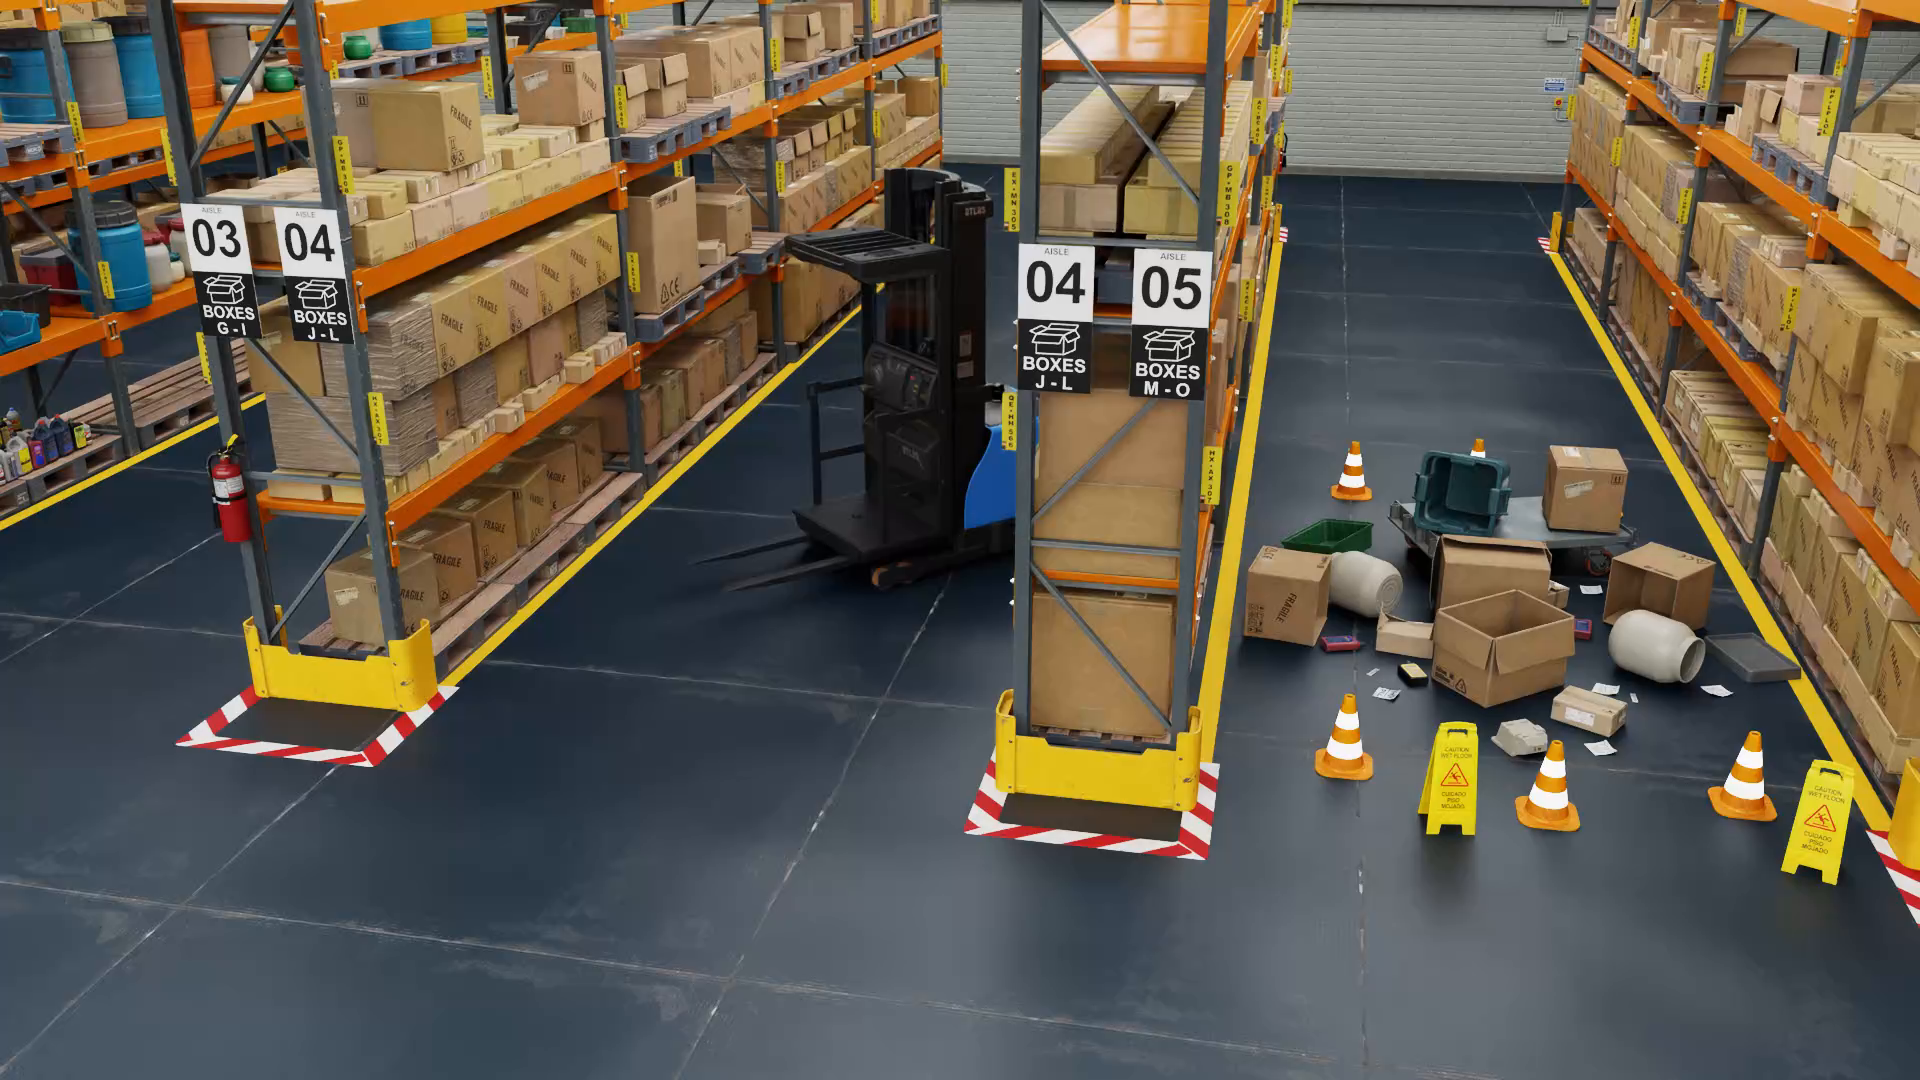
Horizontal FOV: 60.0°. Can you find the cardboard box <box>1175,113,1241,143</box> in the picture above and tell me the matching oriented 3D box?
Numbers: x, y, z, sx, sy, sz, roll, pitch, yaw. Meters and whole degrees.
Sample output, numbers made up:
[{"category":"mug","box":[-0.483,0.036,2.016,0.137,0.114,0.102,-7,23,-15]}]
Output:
[{"category":"cardboard box","box":[1.500,-2.495,10.090,0.380,0.149,0.250,5,22,12]}]

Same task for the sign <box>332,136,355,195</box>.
[{"category":"sign","box":[-3.496,-2.123,9.425,0.100,0.325,0.005,4,22,11]}]

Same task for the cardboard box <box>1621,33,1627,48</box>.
[{"category":"cardboard box","box":[7.994,-5.871,19.542,0.380,0.149,0.250,5,22,12]}]

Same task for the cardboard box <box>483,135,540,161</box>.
[{"category":"cardboard box","box":[-3.261,-2.815,11.981,0.380,0.149,0.250,5,23,13]}]

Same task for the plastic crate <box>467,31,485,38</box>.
[{"category":"plastic crate","box":[-6.637,-6.605,22.006,0.450,0.188,0.662,4,22,11]}]

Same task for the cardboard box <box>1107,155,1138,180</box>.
[{"category":"cardboard box","box":[0.737,-2.037,9.487,0.500,0.250,0.500,5,22,11]}]

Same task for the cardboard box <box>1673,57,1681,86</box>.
[{"category":"cardboard box","box":[7.245,-4.592,16.343,0.396,0.266,0.258,4,22,10]}]

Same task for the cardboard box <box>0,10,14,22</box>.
[{"category":"cardboard box","box":[-11.789,-6.483,19.949,0.500,0.500,0.500,4,22,11]}]

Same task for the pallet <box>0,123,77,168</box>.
[{"category":"pallet","box":[-8.111,-3.240,13.622,1.213,0.211,1.003,4,22,11]}]

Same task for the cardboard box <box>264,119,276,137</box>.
[{"category":"cardboard box","box":[-10.597,-6.281,24.800,0.500,0.500,0.500,4,22,10]}]

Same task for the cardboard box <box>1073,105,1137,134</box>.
[{"category":"cardboard box","box":[0.907,-2.638,10.445,0.380,0.149,0.250,4,22,11]}]

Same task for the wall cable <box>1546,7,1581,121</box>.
[{"category":"wall cable","box":[10.067,-8.013,27.834,0.585,1.953,0.123,4,22,11]}]

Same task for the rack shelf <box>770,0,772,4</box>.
[{"category":"rack shelf","box":[-1.987,-6.288,18.420,1.077,0.370,4.000,4,22,11]}]

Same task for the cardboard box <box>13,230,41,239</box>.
[{"category":"cardboard box","box":[-12.025,-3.644,21.142,0.500,0.500,0.500,4,22,9]}]

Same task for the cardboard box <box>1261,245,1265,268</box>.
[{"category":"cardboard box","box":[3.234,-3.246,19.177,0.500,0.250,0.500,6,23,13]}]

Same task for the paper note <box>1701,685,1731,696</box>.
[{"category":"paper note","box":[4.953,0.980,10.879,0.142,0.019,0.148,-3,22,-8]}]

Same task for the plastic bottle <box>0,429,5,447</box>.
[{"category":"plastic bottle","box":[-8.490,-0.909,14.552,0.144,0.351,0.185,4,22,11]}]

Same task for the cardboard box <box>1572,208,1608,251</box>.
[{"category":"cardboard box","box":[8.902,-4.221,22.686,0.875,0.438,0.875,4,22,9]}]

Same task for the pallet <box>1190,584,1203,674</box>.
[{"category":"pallet","box":[1.146,0.598,11.587,1.003,0.211,1.213,4,22,11]}]

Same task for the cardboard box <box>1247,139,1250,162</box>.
[{"category":"cardboard box","box":[1.863,-2.774,11.851,0.380,0.149,0.250,4,22,11]}]

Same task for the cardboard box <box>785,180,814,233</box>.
[{"category":"cardboard box","box":[-1.926,-3.685,18.355,0.500,0.500,0.500,4,22,9]}]

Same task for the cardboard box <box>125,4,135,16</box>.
[{"category":"cardboard box","box":[-11.442,-7.265,22.893,0.500,0.250,0.500,4,22,11]}]

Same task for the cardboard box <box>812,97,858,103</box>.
[{"category":"cardboard box","box":[-1.640,-5.544,21.902,0.500,0.500,0.500,5,22,11]}]

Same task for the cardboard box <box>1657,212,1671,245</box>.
[{"category":"cardboard box","box":[7.258,-3.084,16.529,0.500,0.250,0.500,4,22,10]}]

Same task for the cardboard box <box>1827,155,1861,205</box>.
[{"category":"cardboard box","box":[6.133,-2.395,11.072,0.500,0.250,0.500,4,22,10]}]

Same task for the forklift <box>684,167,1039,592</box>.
[{"category":"forklift","box":[-0.622,-1.211,12.438,3.031,2.935,1.130,-14,26,-32]}]

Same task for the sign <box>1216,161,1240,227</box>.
[{"category":"sign","box":[1.350,-1.741,8.371,0.100,0.325,0.005,4,22,11]}]

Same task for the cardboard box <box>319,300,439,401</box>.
[{"category":"cardboard box","box":[-3.648,-1.196,10.438,0.500,0.500,0.500,4,22,11]}]

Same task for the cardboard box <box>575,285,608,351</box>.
[{"category":"cardboard box","box":[-3.363,-1.855,13.412,0.875,0.500,0.500,4,22,11]}]

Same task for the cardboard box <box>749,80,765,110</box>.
[{"category":"cardboard box","box":[-2.252,-4.423,16.505,0.500,0.250,0.500,5,22,11]}]

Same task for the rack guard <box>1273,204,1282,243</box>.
[{"category":"rack guard","box":[4.057,-4.617,24.148,1.175,0.500,0.348,4,22,11]}]

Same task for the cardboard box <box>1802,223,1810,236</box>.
[{"category":"cardboard box","box":[7.249,-2.598,13.827,0.380,0.149,0.250,3,22,8]}]

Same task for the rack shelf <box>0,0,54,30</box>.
[{"category":"rack shelf","box":[-8.468,-3.740,12.093,1.077,0.370,4.000,4,22,11]}]

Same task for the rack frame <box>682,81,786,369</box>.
[{"category":"rack frame","box":[-2.395,-3.293,17.516,1.000,3.000,0.127,4,22,11]}]

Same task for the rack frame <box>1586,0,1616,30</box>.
[{"category":"rack frame","box":[8.939,-8.246,21.784,1.000,3.000,0.127,4,22,11]}]

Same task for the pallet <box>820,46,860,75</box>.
[{"category":"pallet","box":[-1.717,-5.720,19.781,0.805,0.209,1.217,4,22,9]}]

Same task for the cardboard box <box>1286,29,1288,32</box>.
[{"category":"cardboard box","box":[4.028,-6.572,21.842,0.500,0.250,0.500,5,23,13]}]

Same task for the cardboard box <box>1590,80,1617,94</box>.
[{"category":"cardboard box","box":[8.411,-5.881,21.600,0.380,0.149,0.250,4,22,9]}]

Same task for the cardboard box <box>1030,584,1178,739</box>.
[{"category":"cardboard box","box":[0.882,0.585,10.167,0.875,0.875,0.875,5,22,11]}]

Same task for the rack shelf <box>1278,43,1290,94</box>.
[{"category":"rack shelf","box":[3.665,-6.130,21.507,1.077,0.370,4.000,4,22,11]}]

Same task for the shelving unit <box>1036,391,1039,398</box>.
[{"category":"shelving unit","box":[0.873,-1.247,13.634,0.431,2.100,0.503,5,22,13]}]

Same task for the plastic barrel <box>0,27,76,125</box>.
[{"category":"plastic barrel","box":[-8.168,-4.034,14.670,0.600,0.901,0.708,4,22,11]}]

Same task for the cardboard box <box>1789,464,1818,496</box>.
[{"category":"cardboard box","box":[6.022,-0.407,11.595,0.380,0.149,0.250,5,22,12]}]

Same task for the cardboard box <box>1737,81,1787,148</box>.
[{"category":"cardboard box","box":[7.104,-3.630,14.202,0.700,0.500,0.500,4,22,11]}]

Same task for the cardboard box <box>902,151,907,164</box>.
[{"category":"cardboard box","box":[-0.929,-5.197,22.578,0.380,0.149,0.250,5,22,12]}]

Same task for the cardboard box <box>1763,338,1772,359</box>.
[{"category":"cardboard box","box":[6.396,-1.458,12.732,0.380,0.149,0.250,4,22,9]}]

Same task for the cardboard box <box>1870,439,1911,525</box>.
[{"category":"cardboard box","box":[5.728,-0.381,9.753,0.500,0.500,0.500,4,22,11]}]

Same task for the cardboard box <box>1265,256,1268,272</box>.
[{"category":"cardboard box","box":[3.644,-3.460,20.784,0.380,0.149,0.250,5,23,13]}]

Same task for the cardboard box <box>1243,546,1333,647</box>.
[{"category":"cardboard box","box":[2.312,0.389,11.715,0.500,0.500,0.500,8,23,20]}]

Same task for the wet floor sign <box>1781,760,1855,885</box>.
[{"category":"wet floor sign","box":[4.588,1.468,8.845,0.267,0.644,0.232,13,25,29]}]

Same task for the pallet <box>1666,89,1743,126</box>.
[{"category":"pallet","box":[7.386,-4.081,15.709,1.213,0.211,1.003,6,23,13]}]

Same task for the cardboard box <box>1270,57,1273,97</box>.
[{"category":"cardboard box","box":[2.817,-4.505,16.374,0.500,0.500,0.500,4,22,11]}]

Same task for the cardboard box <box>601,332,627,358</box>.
[{"category":"cardboard box","box":[-2.967,-1.613,13.679,0.380,0.149,0.250,4,22,11]}]

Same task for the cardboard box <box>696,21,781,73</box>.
[{"category":"cardboard box","box":[-2.341,-5.156,17.425,0.797,0.503,0.637,6,23,14]}]

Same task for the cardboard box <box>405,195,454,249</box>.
[{"category":"cardboard box","box":[-3.577,-2.035,10.577,0.500,0.250,0.500,4,22,10]}]

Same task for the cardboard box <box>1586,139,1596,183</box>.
[{"category":"cardboard box","box":[8.277,-4.800,21.123,0.500,0.500,0.500,5,23,13]}]
